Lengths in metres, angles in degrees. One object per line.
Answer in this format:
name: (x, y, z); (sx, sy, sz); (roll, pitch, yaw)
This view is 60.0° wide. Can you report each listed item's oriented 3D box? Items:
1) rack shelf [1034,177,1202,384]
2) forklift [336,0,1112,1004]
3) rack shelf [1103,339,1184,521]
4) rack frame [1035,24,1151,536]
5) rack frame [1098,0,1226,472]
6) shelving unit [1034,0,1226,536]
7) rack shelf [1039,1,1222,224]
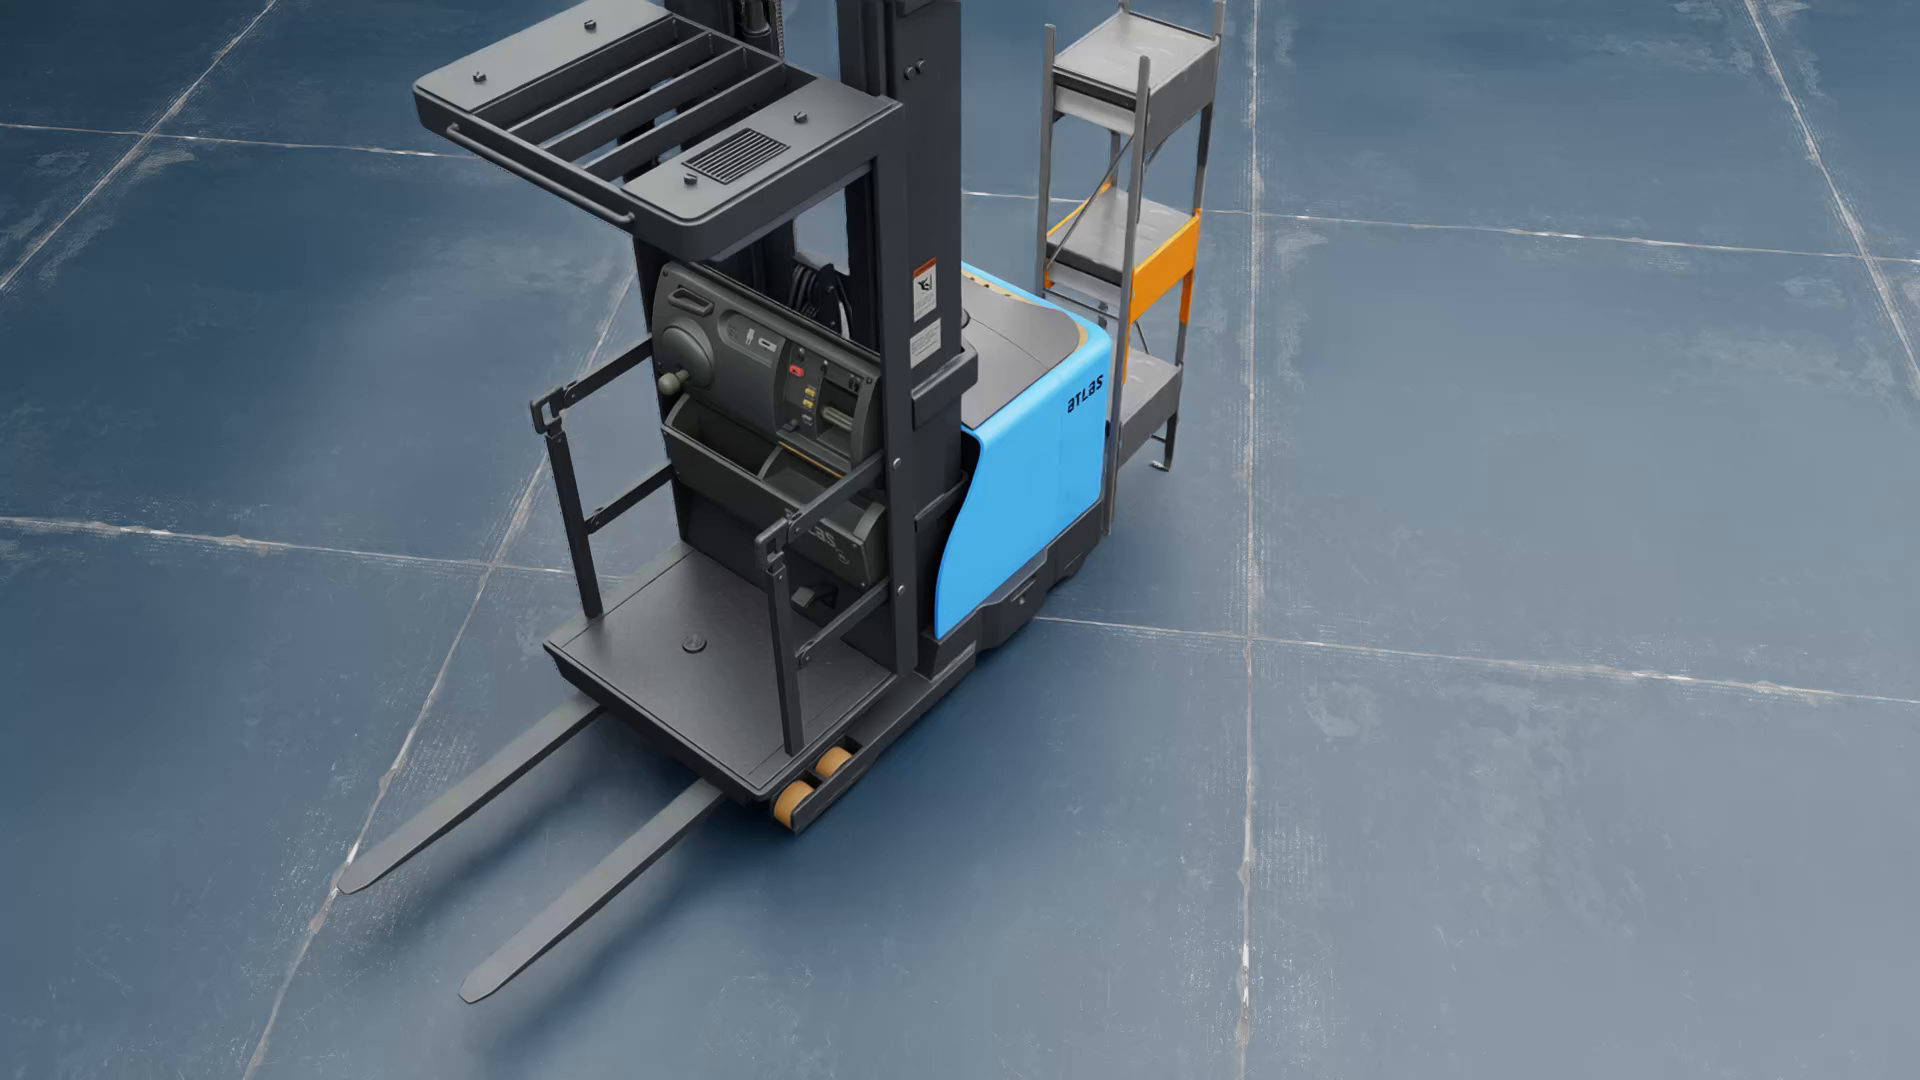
rack shelf: (0.590, -0.988, 6.286); (0.431, 0.518, 0.480); (26, 49, 25)
forklift: (-0.760, -0.466, 5.110); (1.130, 2.935, 3.031); (30, 51, 27)
rack shelf: (0.590, -0.479, 6.767); (0.431, 0.518, 0.480); (26, 49, 25)
rack frame: (0.447, -0.861, 6.133); (0.400, 2.100, 0.015); (26, 49, 25)
rack frame: (0.732, -1.134, 6.420); (0.400, 2.100, 0.015); (26, 49, 25)
shelving unit: (0.590, -0.997, 6.276); (0.431, 2.100, 0.503); (26, 49, 25)
rack shelf: (0.590, -1.496, 5.804); (0.431, 0.518, 0.480); (26, 49, 25)
